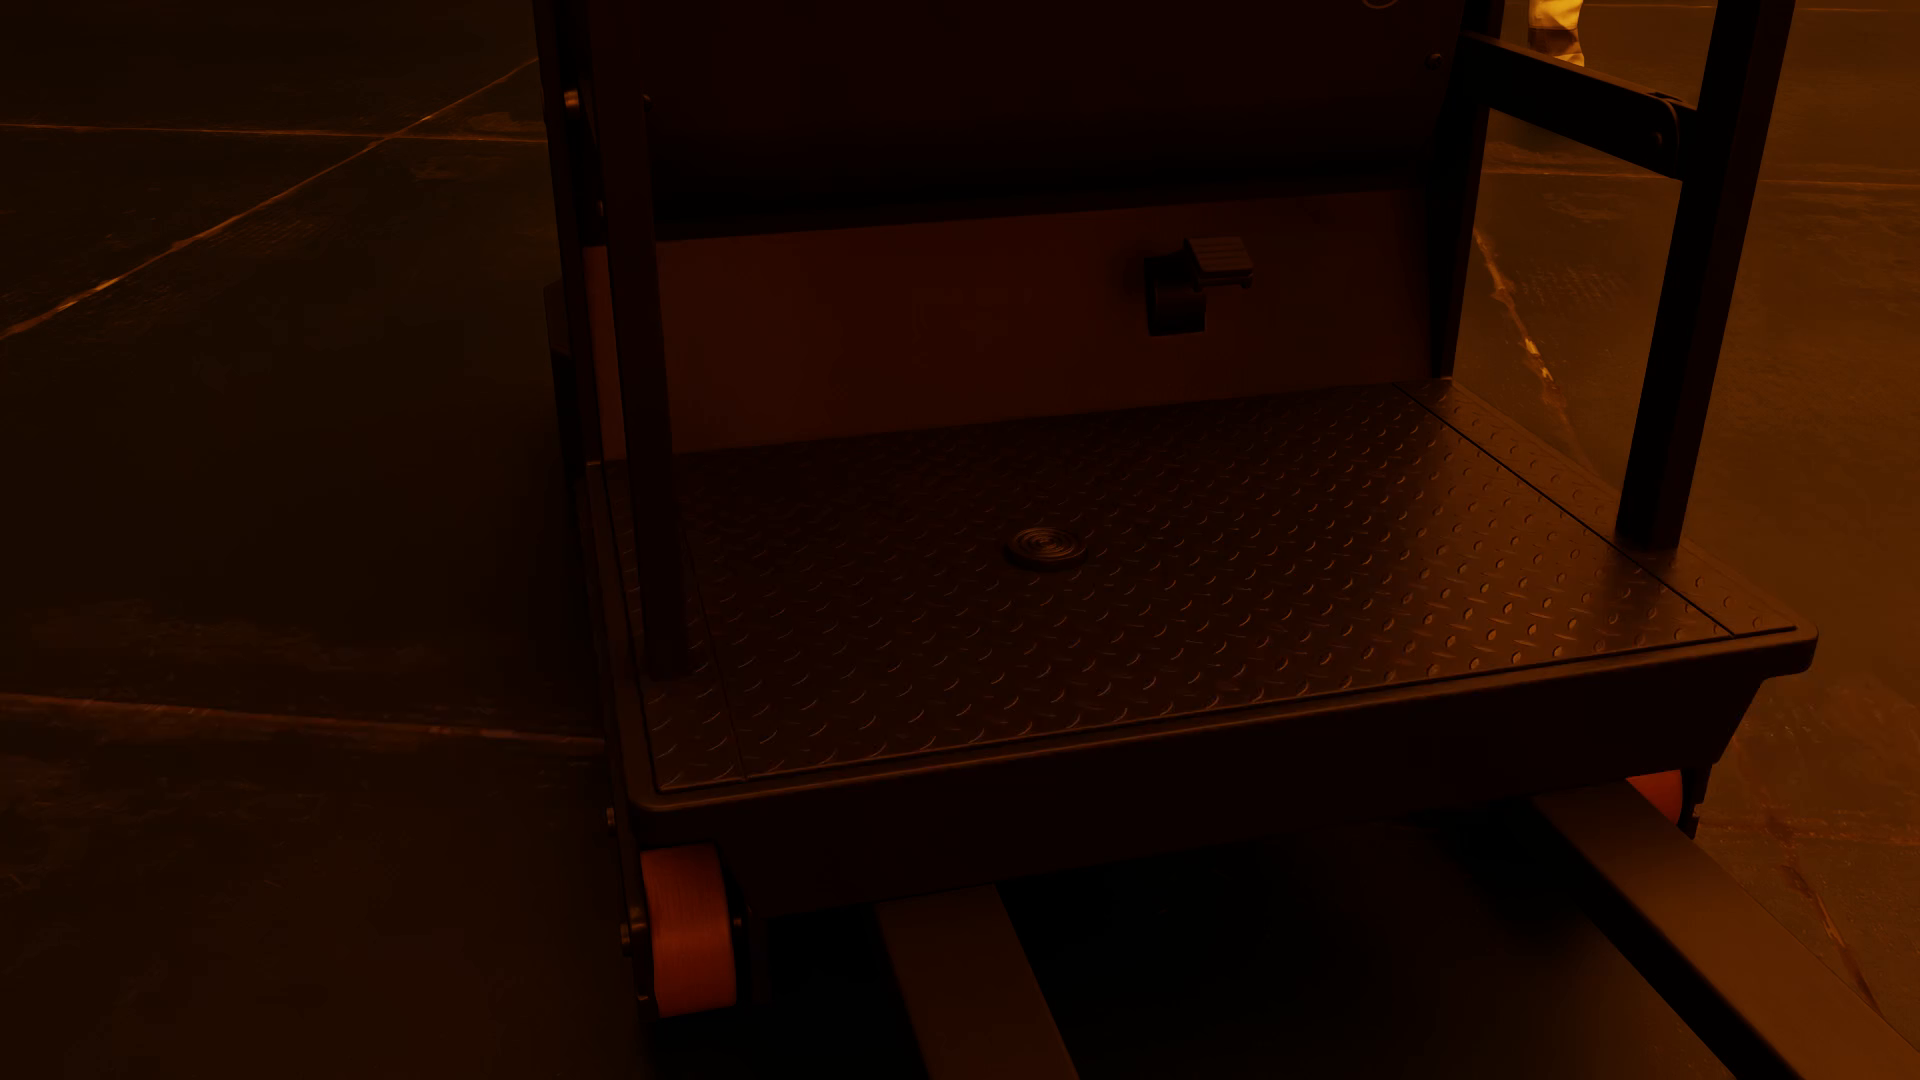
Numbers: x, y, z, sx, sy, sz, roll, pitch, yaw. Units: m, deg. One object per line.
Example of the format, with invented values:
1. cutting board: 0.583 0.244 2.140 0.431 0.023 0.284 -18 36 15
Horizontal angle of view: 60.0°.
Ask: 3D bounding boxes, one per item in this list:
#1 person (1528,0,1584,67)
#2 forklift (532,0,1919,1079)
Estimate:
1. person: 1.912 -2.183 4.855 0.564 1.789 0.637 20 33 35
2. forklift: 0.153 -1.049 1.319 1.130 2.935 3.031 -7 27 -13
